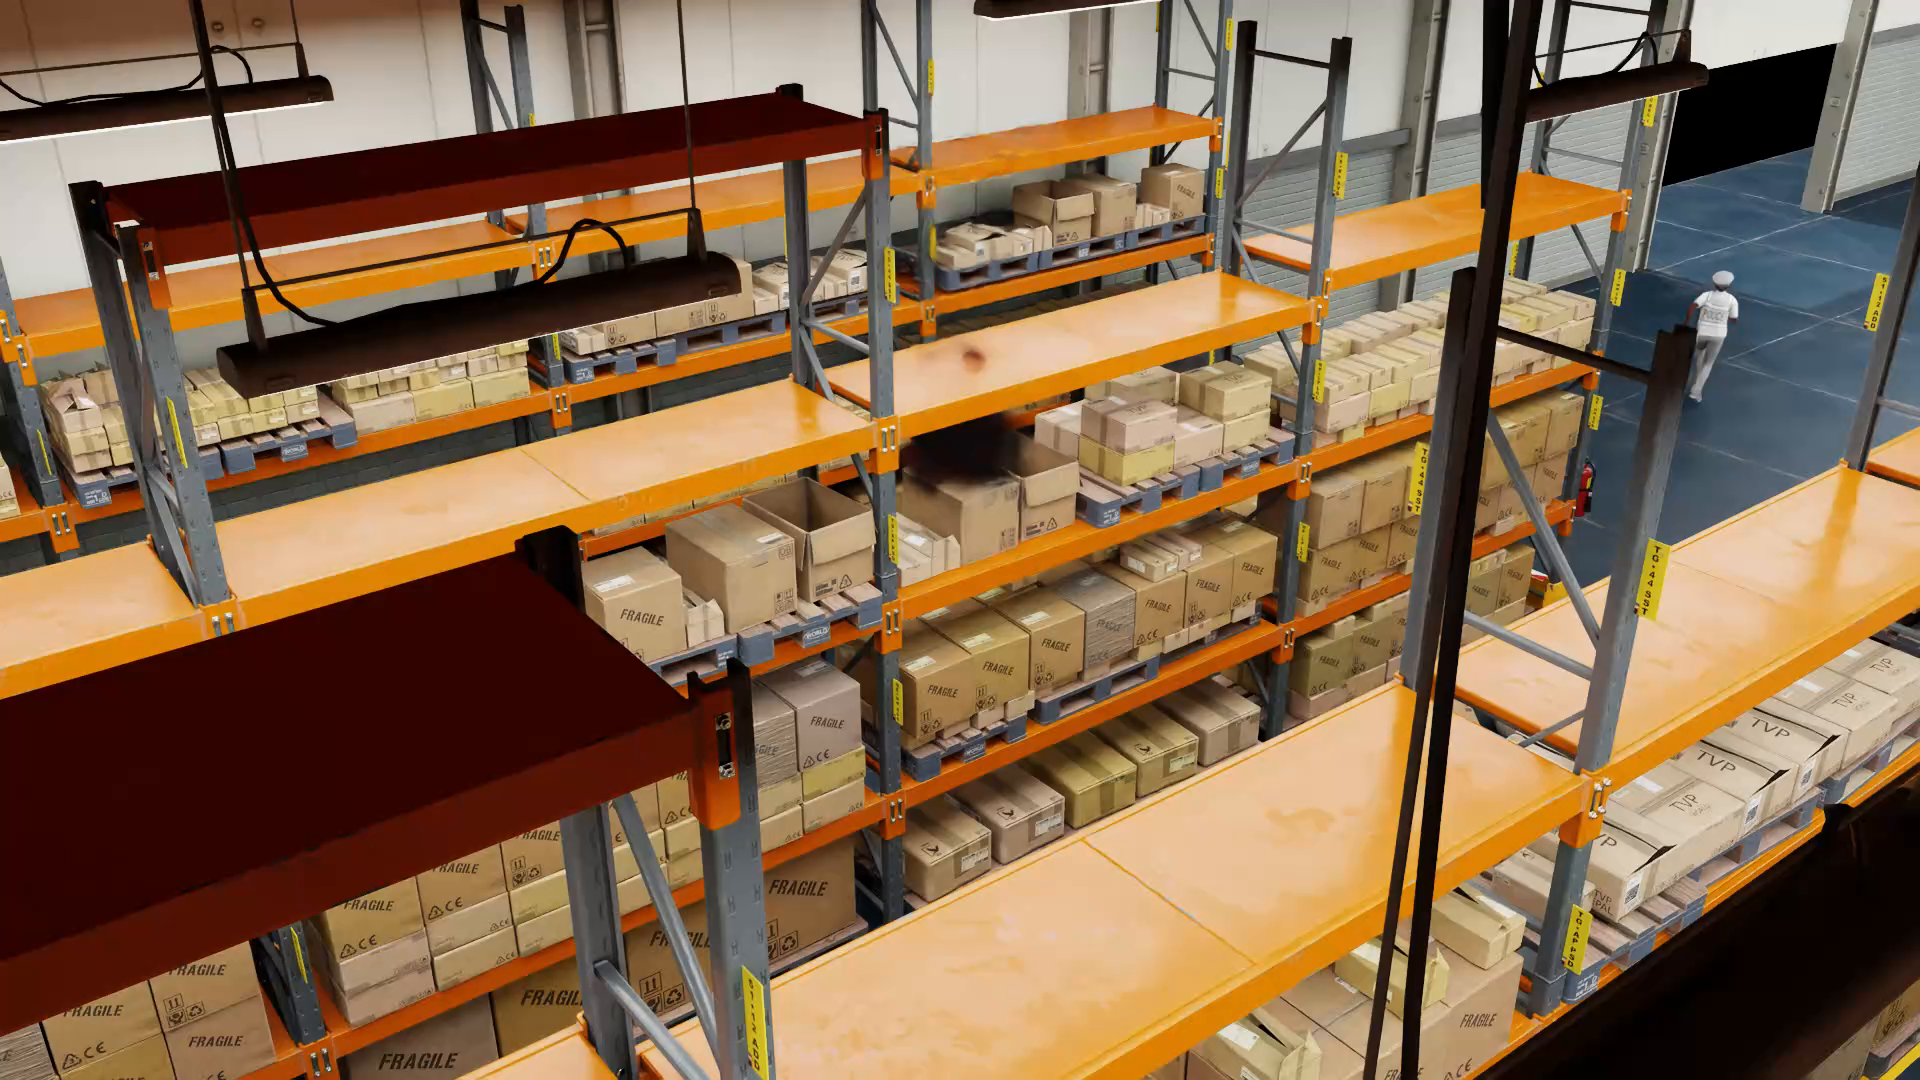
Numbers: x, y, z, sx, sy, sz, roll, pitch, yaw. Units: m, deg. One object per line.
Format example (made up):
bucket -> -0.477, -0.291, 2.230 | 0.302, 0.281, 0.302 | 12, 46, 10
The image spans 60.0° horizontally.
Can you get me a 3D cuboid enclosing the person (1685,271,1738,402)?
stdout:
person -> 9.693, -2.610, 21.547 | 0.596, 1.721, 0.831 | 15, 30, 28
